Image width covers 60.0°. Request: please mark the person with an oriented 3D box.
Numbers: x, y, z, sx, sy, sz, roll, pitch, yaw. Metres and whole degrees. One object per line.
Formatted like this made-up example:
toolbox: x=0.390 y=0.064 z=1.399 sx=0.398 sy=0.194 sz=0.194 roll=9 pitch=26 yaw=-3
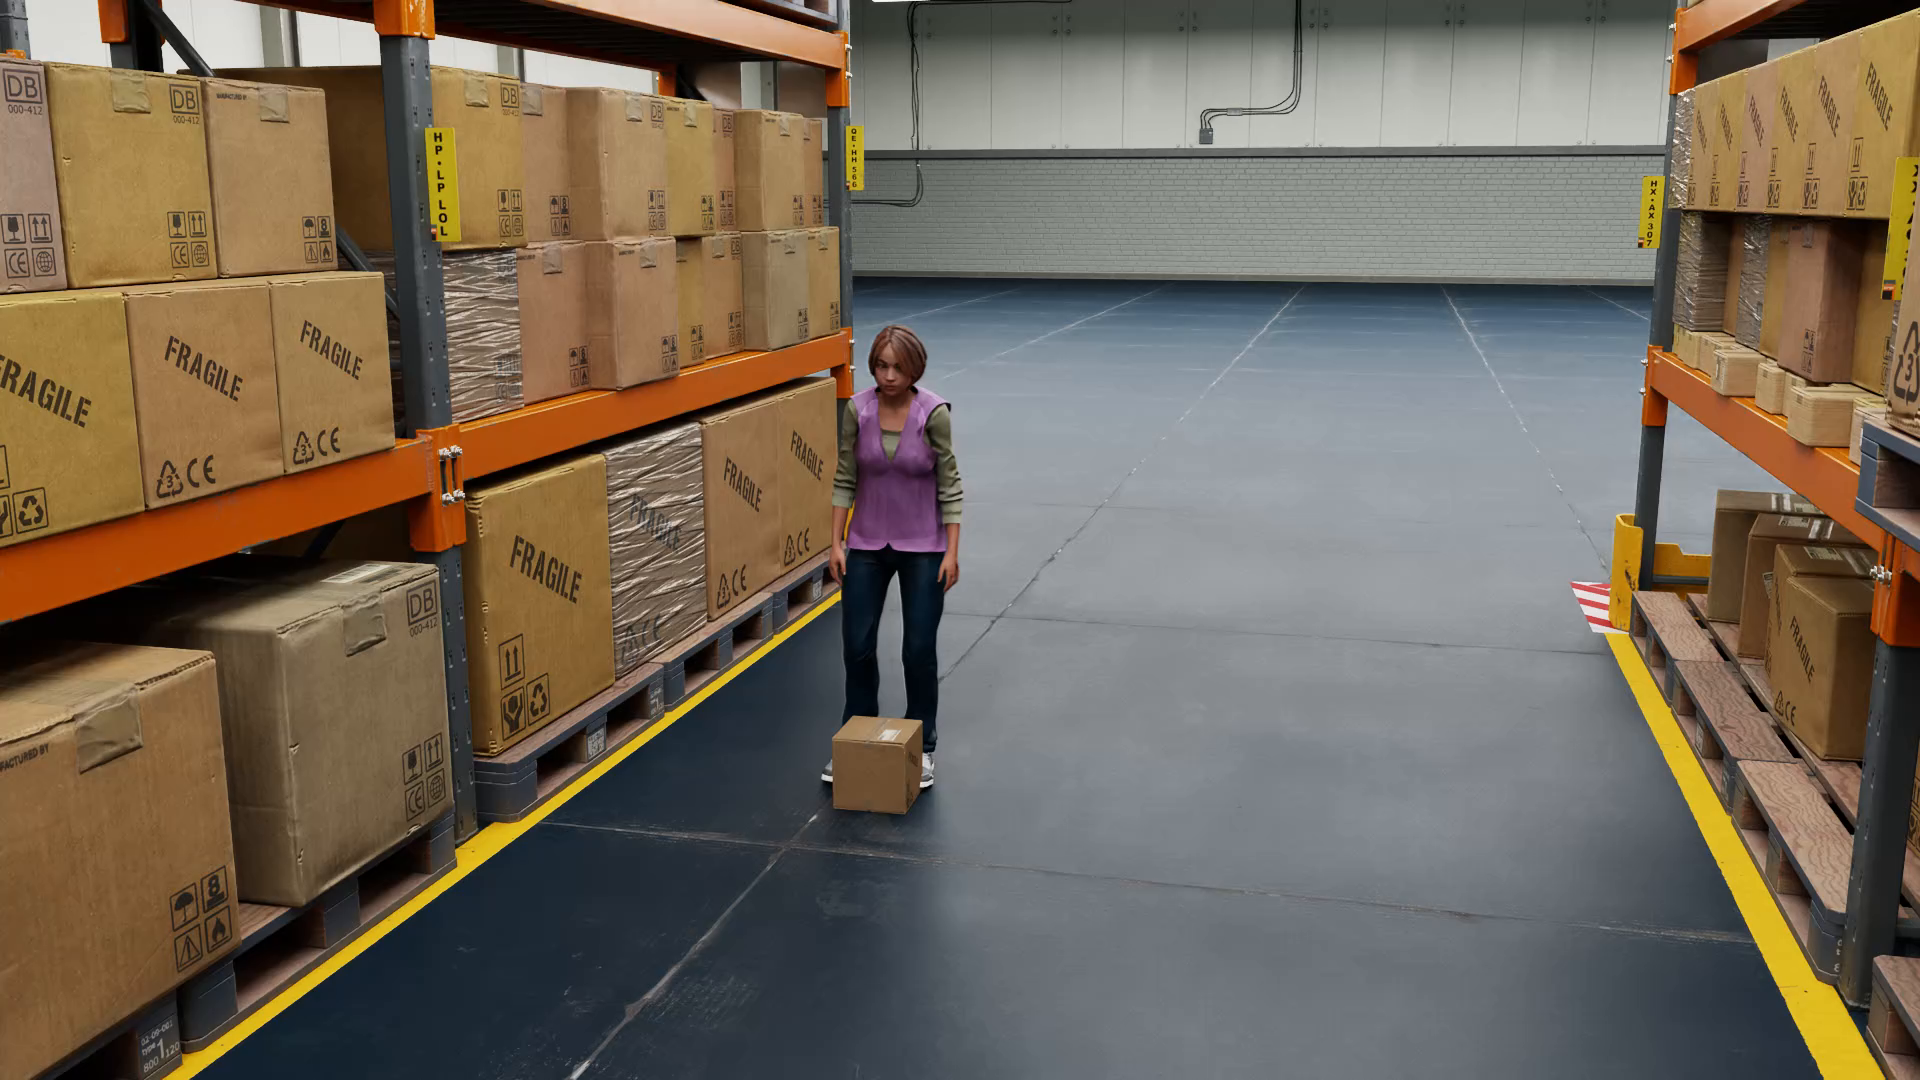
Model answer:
person: x=-0.227 y=0.055 z=5.717 sx=0.479 sy=1.592 sz=0.346 roll=2 pitch=12 yaw=10
